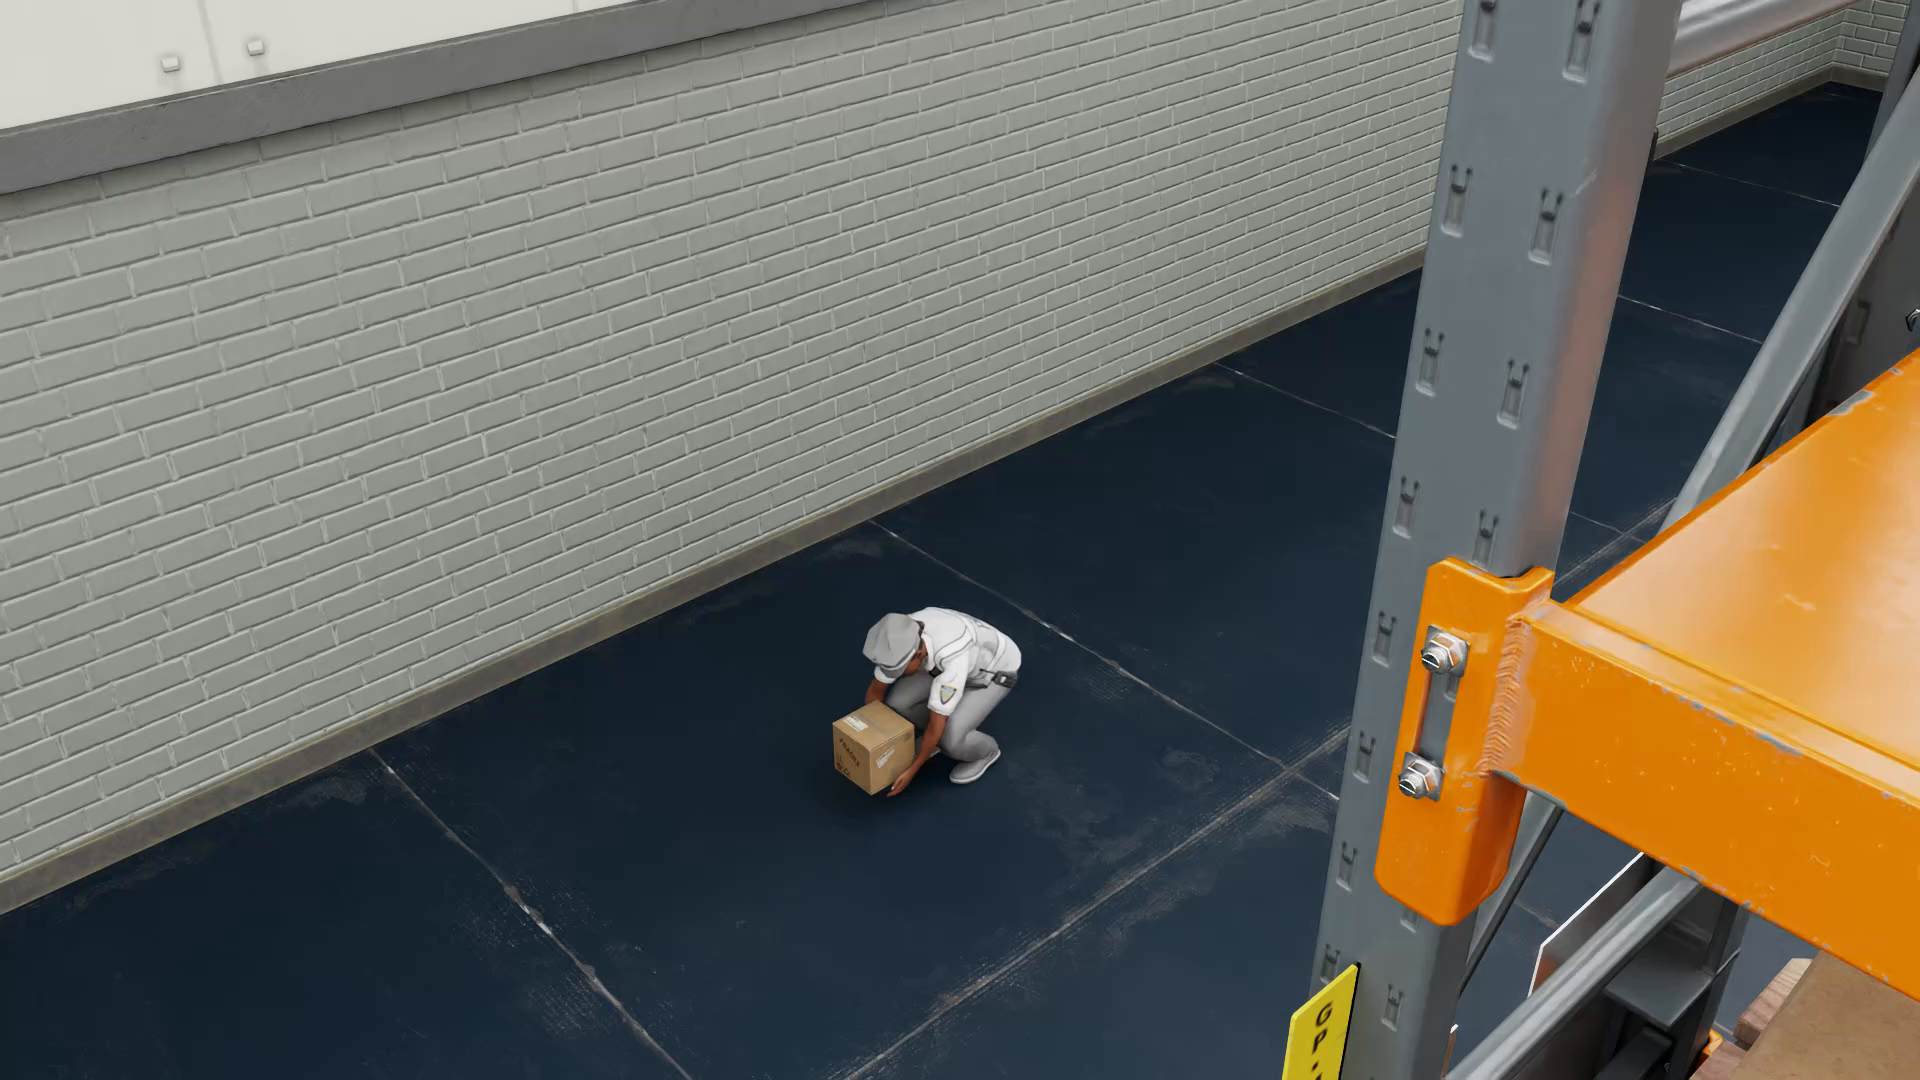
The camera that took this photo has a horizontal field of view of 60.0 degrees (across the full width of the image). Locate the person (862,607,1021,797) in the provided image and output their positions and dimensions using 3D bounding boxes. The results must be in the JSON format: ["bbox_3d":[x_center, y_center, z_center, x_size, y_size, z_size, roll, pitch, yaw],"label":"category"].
[{"bbox_3d":[-0.094,0.637,7.279,0.836,0.968,0.483,-26,40,-35],"label":"person"}]
